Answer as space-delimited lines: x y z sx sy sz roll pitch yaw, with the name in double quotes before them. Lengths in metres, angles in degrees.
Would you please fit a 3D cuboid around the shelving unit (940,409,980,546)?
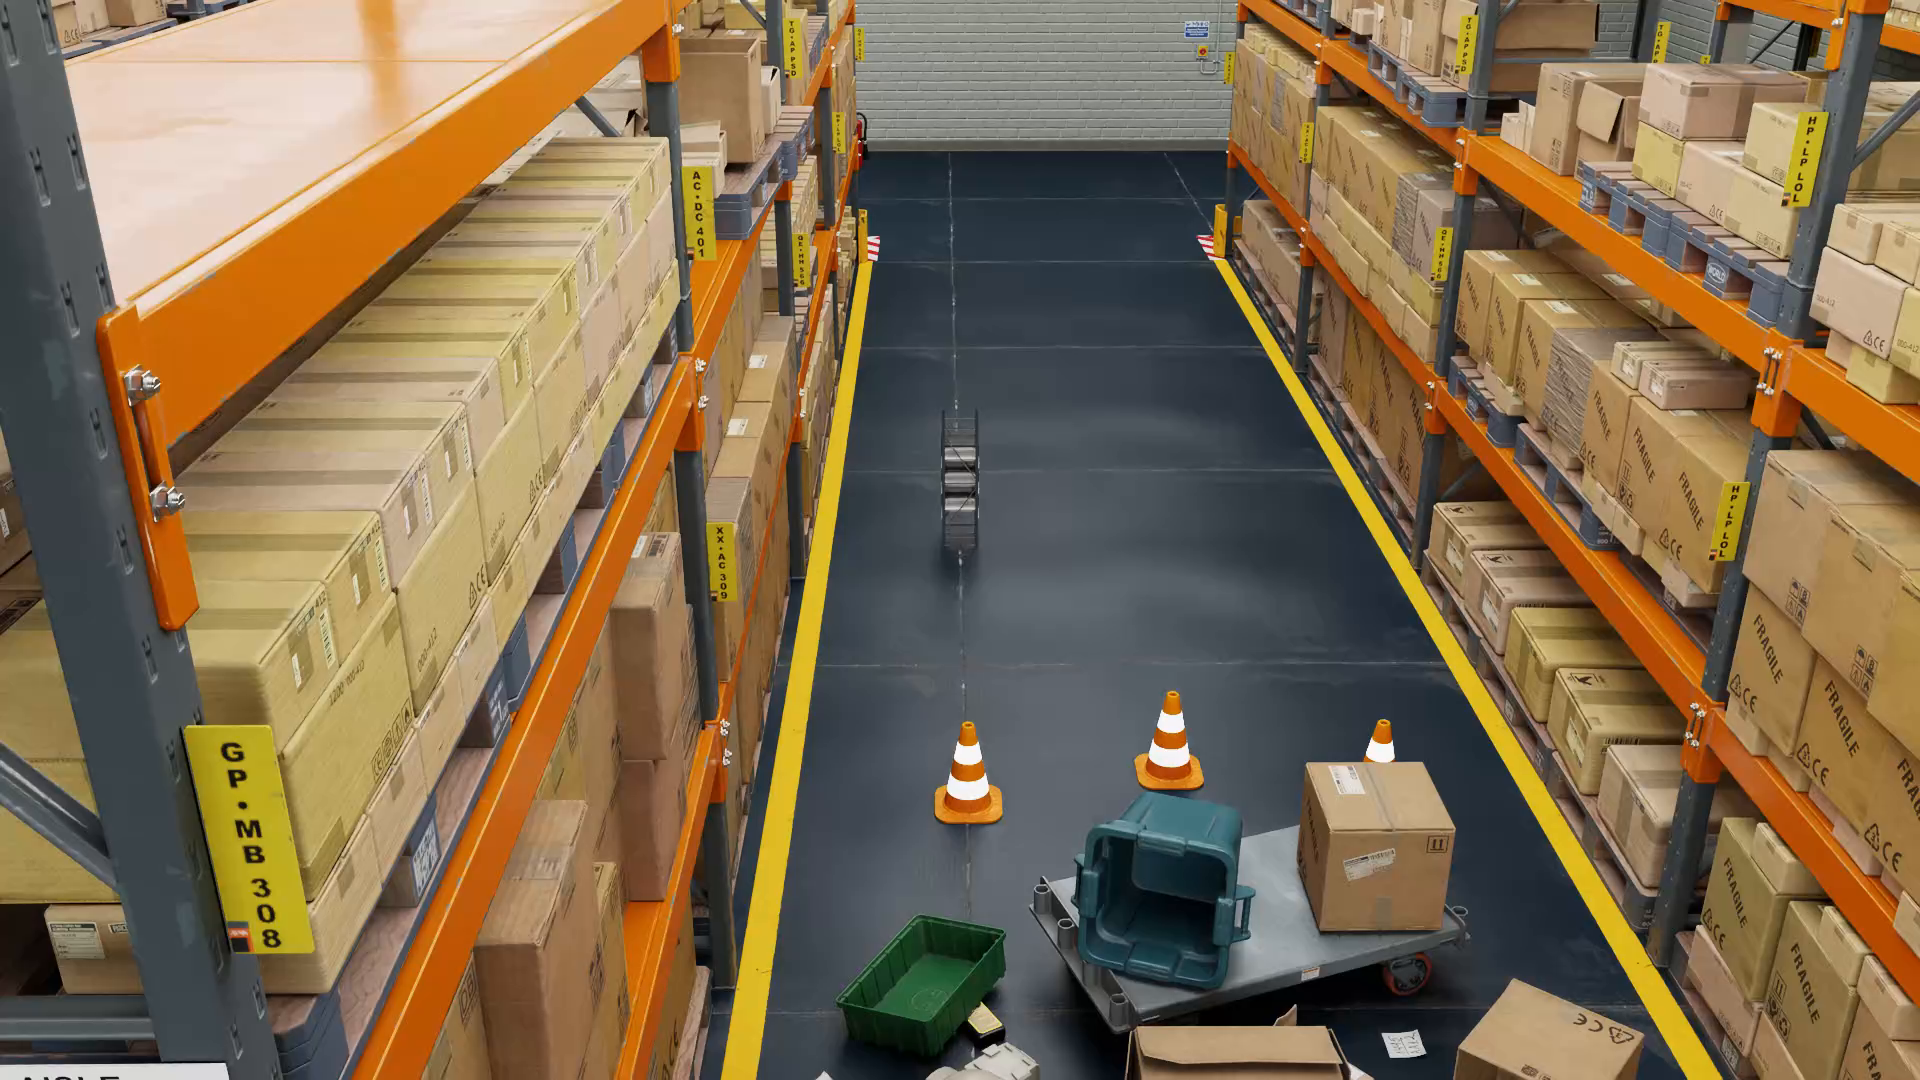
"shelving unit" 0.000 -0.413 11.072 0.258 0.900 0.210 0 24 -1

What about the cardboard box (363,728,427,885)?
"cardboard box" -1.096 0.430 2.694 0.380 0.149 0.250 0 24 0

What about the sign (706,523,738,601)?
"sign" -0.898 0.085 6.276 0.100 0.325 0.005 0 24 -1

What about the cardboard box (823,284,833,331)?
"cardboard box" -1.279 -1.867 13.351 0.500 0.250 0.500 -1 24 -2

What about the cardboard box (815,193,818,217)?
"cardboard box" -1.338 -2.692 13.358 0.380 0.149 0.250 -1 24 -2

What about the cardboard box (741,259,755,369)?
"cardboard box" -1.495 -1.238 9.012 0.700 0.500 0.500 -1 24 -1

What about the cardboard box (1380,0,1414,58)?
"cardboard box" 3.143 -3.522 11.127 0.500 0.500 0.500 0 24 0

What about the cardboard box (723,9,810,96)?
"cardboard box" -1.260 -3.191 10.904 0.500 0.500 0.500 0 24 -1

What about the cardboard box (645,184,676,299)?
"cardboard box" -1.191 -0.951 5.263 0.500 0.250 0.500 -1 24 -1

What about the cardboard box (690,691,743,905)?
"cardboard box" -1.550 1.097 7.406 1.050 0.750 0.750 0 24 -1

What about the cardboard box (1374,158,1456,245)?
"cardboard box" 3.172 -2.323 11.411 0.500 0.500 0.500 0 24 -1

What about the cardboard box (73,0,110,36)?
"cardboard box" -6.579 -3.863 12.109 0.500 0.311 0.500 -1 24 -2

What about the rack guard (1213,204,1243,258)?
"rack guard" 3.364 -3.361 18.075 1.175 0.500 0.348 0 24 -1

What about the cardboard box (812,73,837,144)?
"cardboard box" -1.302 -3.602 13.878 0.500 0.500 0.500 0 24 1

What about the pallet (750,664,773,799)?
"pallet" -1.553 0.967 8.855 1.003 0.211 1.213 0 24 -1

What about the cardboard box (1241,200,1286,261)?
"cardboard box" 3.472 -3.243 17.380 0.875 0.438 0.875 -1 24 -2

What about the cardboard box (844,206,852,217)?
"cardboard box" -1.325 -3.373 17.296 0.380 0.149 0.250 0 24 0

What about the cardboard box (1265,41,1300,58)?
"cardboard box" 3.091 -4.605 15.670 0.380 0.149 0.250 0 24 0

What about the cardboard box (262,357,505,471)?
"cardboard box" -1.105 -0.244 3.215 0.380 0.149 0.250 -1 24 -1

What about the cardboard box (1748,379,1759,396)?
"cardboard box" 3.779 -0.523 7.774 0.500 0.500 0.500 0 24 -1

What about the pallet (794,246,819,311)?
"pallet" -1.559 -1.858 11.951 1.003 0.211 1.213 0 24 -1

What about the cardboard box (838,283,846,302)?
"cardboard box" -1.278 -2.357 15.770 0.380 0.149 0.250 -1 24 -2

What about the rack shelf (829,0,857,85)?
"rack shelf" -1.562 -4.641 15.105 1.077 0.370 4.000 0 24 -1

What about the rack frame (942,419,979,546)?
"rack frame" 0.001 -0.371 10.979 0.240 0.900 0.006 0 24 -1

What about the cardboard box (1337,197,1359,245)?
"cardboard box" 3.144 -2.396 12.484 0.500 0.250 0.500 0 24 0

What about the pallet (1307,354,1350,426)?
"pallet" 3.492 -1.254 13.766 1.003 0.211 1.213 0 24 -1

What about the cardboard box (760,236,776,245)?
"cardboard box" -1.312 -1.881 10.842 0.380 0.149 0.250 0 24 -1

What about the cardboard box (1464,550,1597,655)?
"cardboard box" 3.464 0.349 9.518 0.950 0.372 0.625 -1 24 -2

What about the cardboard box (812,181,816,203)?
"cardboard box" -1.335 -2.719 13.056 0.380 0.149 0.250 0 24 0

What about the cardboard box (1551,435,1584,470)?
"cardboard box" 3.239 -0.470 8.444 0.380 0.149 0.250 1 24 1

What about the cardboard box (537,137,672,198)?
"cardboard box" -1.130 -1.185 5.296 0.380 0.149 0.250 0 24 -1

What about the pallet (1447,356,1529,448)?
"pallet" 3.566 -0.813 9.641 1.213 0.211 1.003 0 24 -1

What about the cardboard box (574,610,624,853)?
"cardboard box" -1.493 0.559 4.881 0.875 0.550 0.550 0 24 -1

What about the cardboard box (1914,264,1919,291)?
"cardboard box" 3.198 -0.814 5.107 0.380 0.149 0.250 -1 24 -2

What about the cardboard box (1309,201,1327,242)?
"cardboard box" 3.149 -2.591 13.522 0.500 0.250 0.500 -1 24 -2

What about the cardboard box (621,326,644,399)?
"cardboard box" -1.119 -0.507 4.764 0.380 0.149 0.250 0 24 0

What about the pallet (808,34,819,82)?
"pallet" -1.626 -3.377 11.665 1.213 0.211 1.003 0 24 -1

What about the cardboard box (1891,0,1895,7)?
"cardboard box" 8.100 -4.712 14.209 0.500 0.250 0.500 -1 24 -2

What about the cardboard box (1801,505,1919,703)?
"cardboard box" 3.267 0.211 5.449 0.700 0.500 0.500 0 24 0

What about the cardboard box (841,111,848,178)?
"cardboard box" -1.276 -3.576 15.035 0.500 0.500 0.500 -1 24 -2

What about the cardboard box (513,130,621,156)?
"cardboard box" -1.687 -1.525 6.893 0.500 0.250 0.500 0 24 -1

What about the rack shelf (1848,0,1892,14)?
"rack shelf" 3.517 -1.126 3.696 1.077 0.370 4.000 0 24 -1

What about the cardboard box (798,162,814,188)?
"cardboard box" -1.337 -2.851 12.987 0.380 0.149 0.250 -1 24 -2

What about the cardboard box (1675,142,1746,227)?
"cardboard box" 3.344 -1.484 6.923 0.500 0.250 0.500 0 24 0

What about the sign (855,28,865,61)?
"sign" -1.029 -5.092 17.081 0.100 0.325 0.005 0 24 -1

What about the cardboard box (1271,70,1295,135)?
"cardboard box" 3.115 -3.955 15.021 0.500 0.500 0.500 0 24 0

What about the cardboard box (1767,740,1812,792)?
"cardboard box" 3.233 0.804 6.137 0.380 0.149 0.250 0 24 1

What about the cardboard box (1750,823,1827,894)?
"cardboard box" 3.173 1.175 6.143 0.380 0.149 0.250 0 24 0

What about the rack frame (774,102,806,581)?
"rack frame" -1.497 -1.130 10.108 1.000 3.000 0.127 0 24 -1

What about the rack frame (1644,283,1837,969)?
"rack frame" 3.496 0.454 6.605 1.000 3.000 0.127 0 24 -1

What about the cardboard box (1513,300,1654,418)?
"cardboard box" 3.251 -0.946 8.711 0.500 0.500 0.500 0 24 0

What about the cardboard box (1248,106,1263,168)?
"cardboard box" 3.104 -3.919 16.154 0.500 0.500 0.500 0 24 -1

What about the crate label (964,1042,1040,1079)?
"crate label" 0.156 2.091 6.461 0.298 0.136 0.250 -19 31 -36
